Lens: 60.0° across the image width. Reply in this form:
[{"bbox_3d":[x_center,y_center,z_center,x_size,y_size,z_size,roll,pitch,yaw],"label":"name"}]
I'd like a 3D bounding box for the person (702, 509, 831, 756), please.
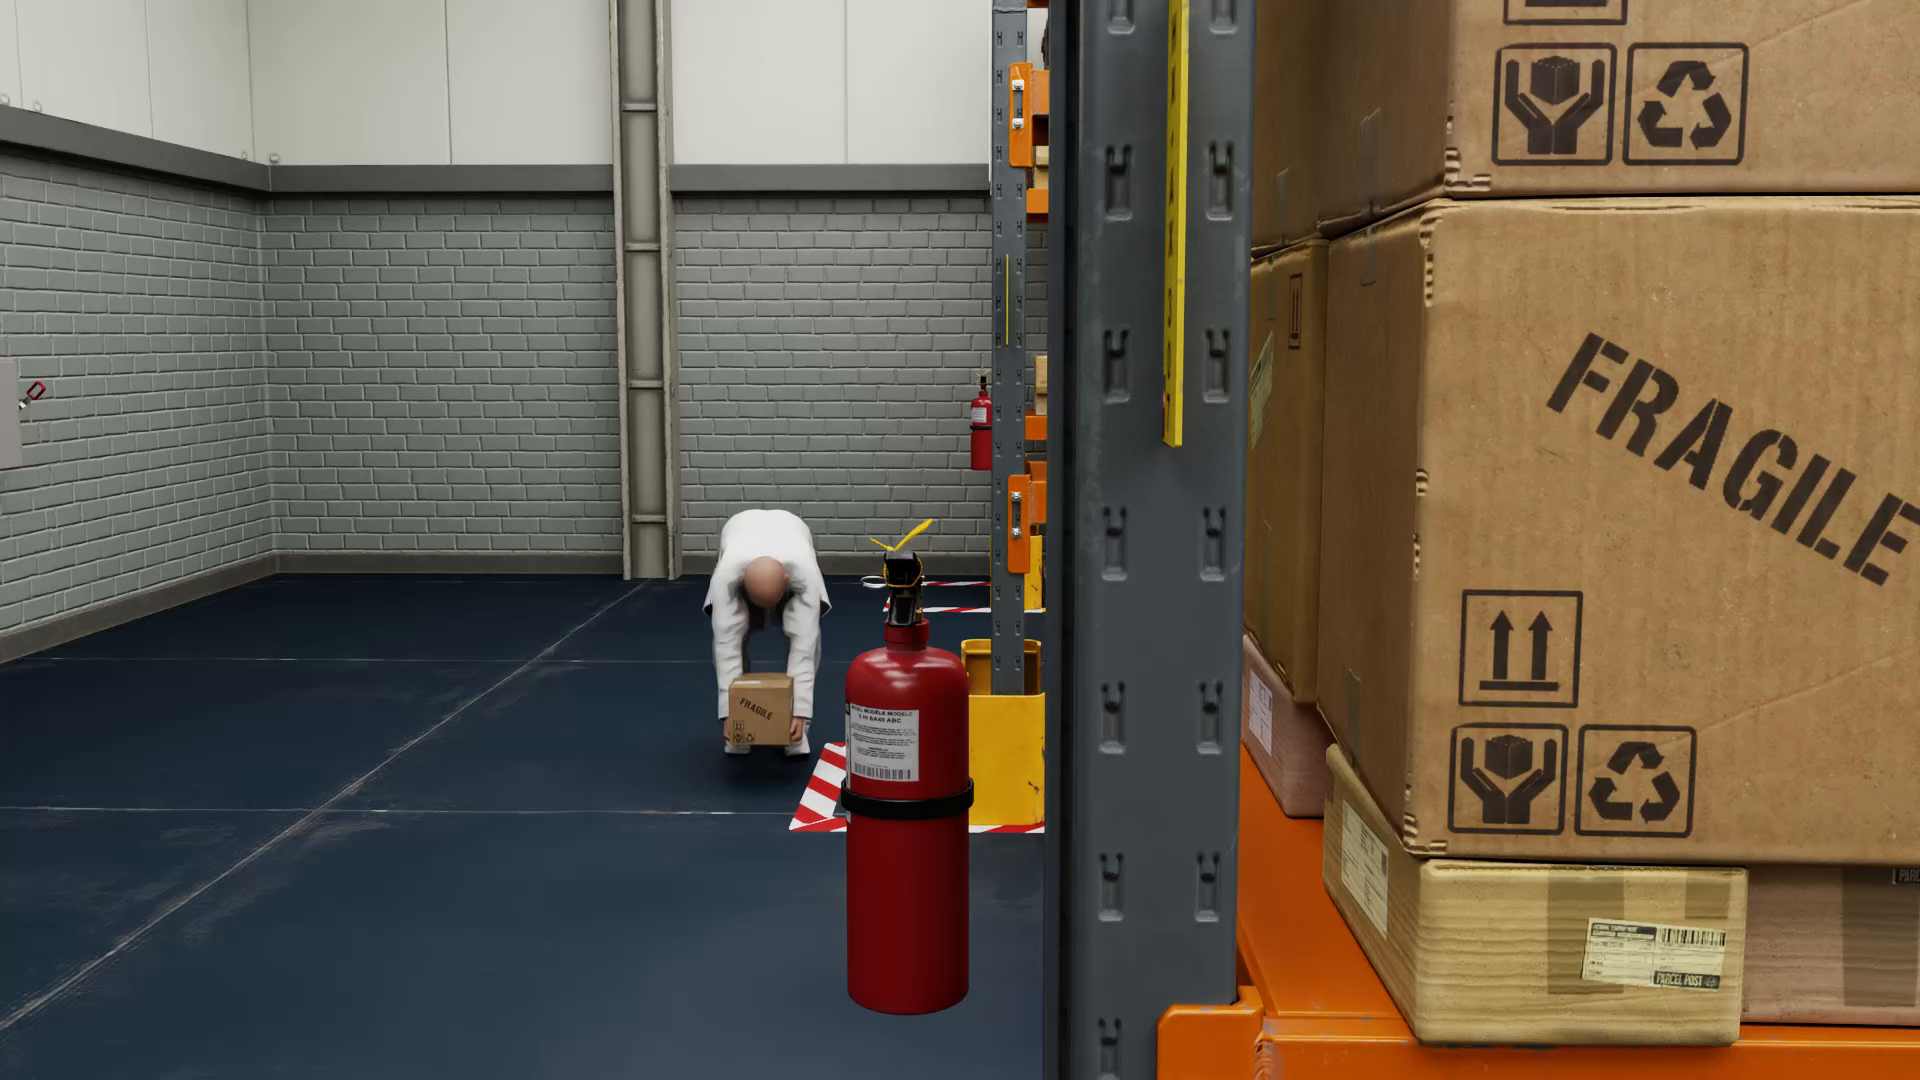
[{"bbox_3d":[-0.843,0.425,7.231,0.573,1.078,0.948,-1,7,-5],"label":"person"}]
